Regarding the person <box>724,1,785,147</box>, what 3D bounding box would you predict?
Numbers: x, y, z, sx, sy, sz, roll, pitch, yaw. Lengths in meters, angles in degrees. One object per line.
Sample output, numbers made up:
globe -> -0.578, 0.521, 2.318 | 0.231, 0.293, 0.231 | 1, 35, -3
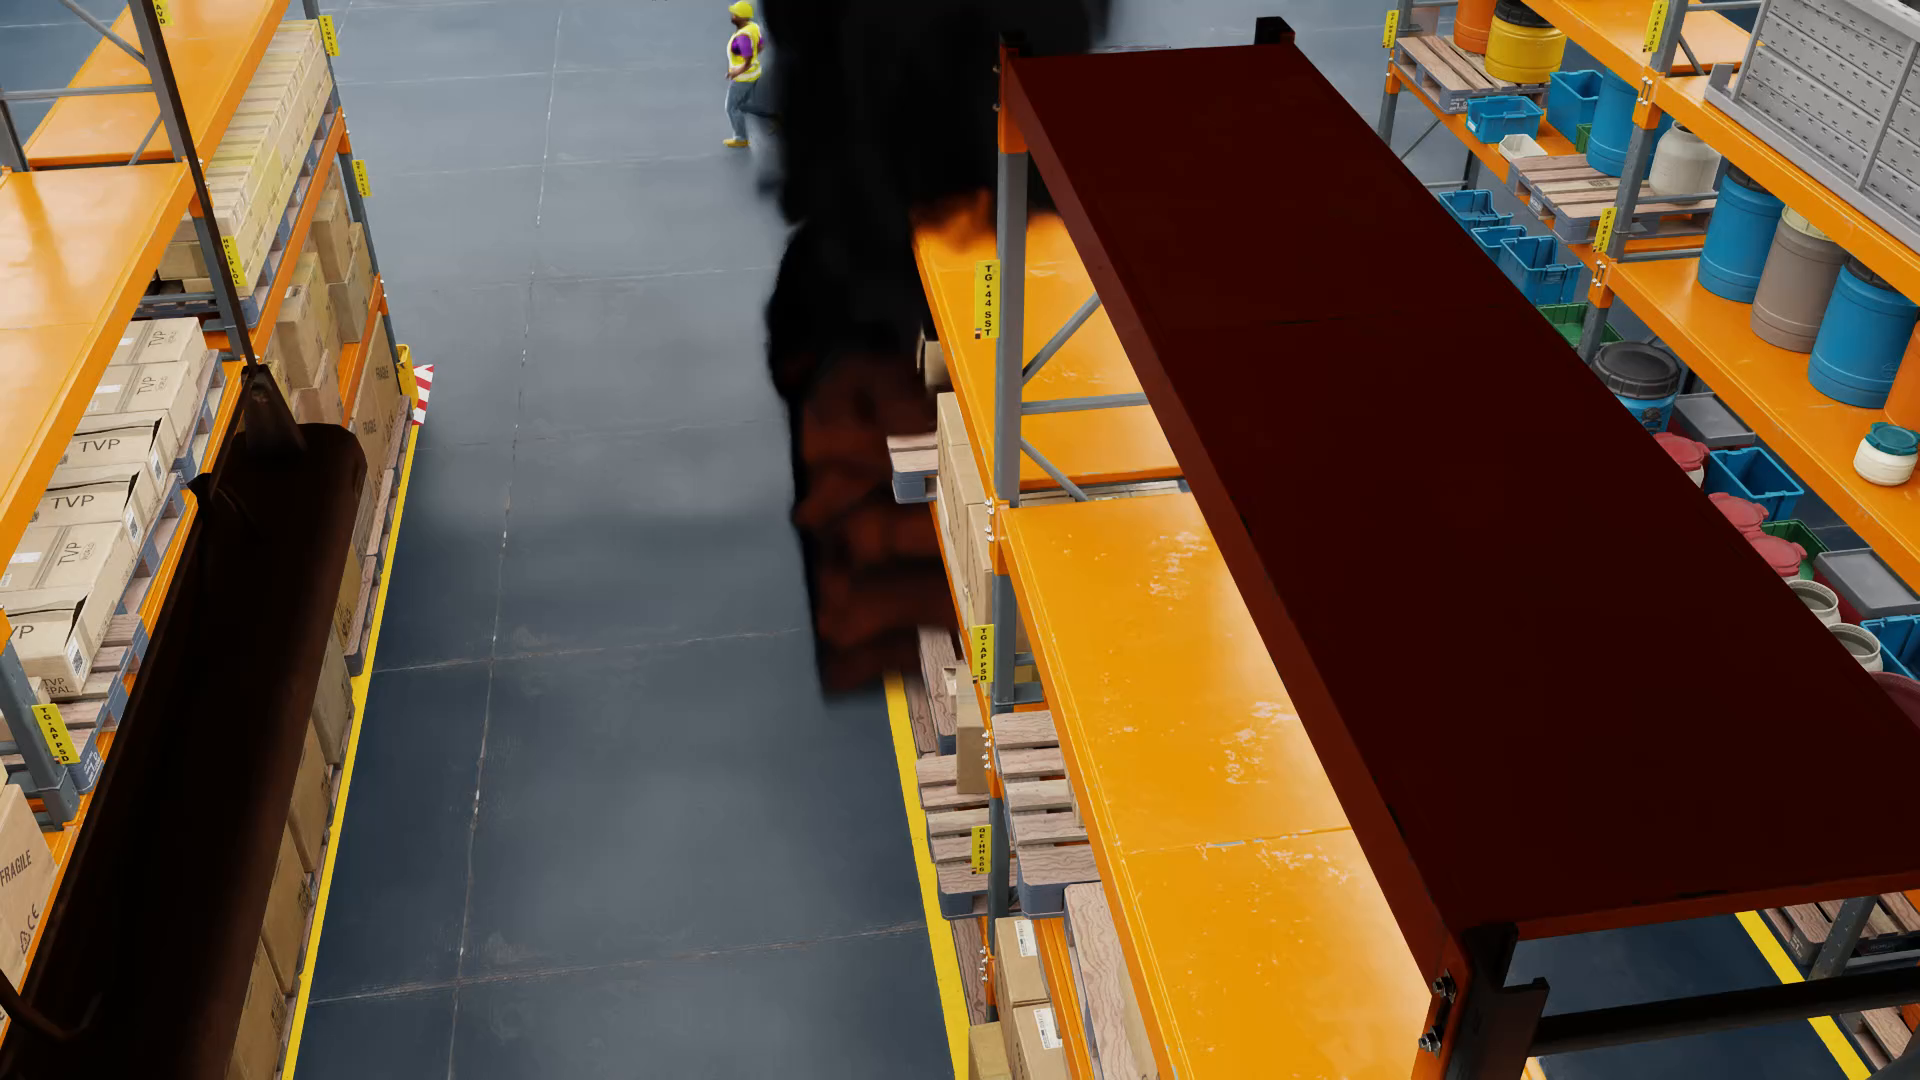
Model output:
person -> -2.463, -5.391, 19.342 | 0.758, 1.738, 0.699 | 7, 37, 10
